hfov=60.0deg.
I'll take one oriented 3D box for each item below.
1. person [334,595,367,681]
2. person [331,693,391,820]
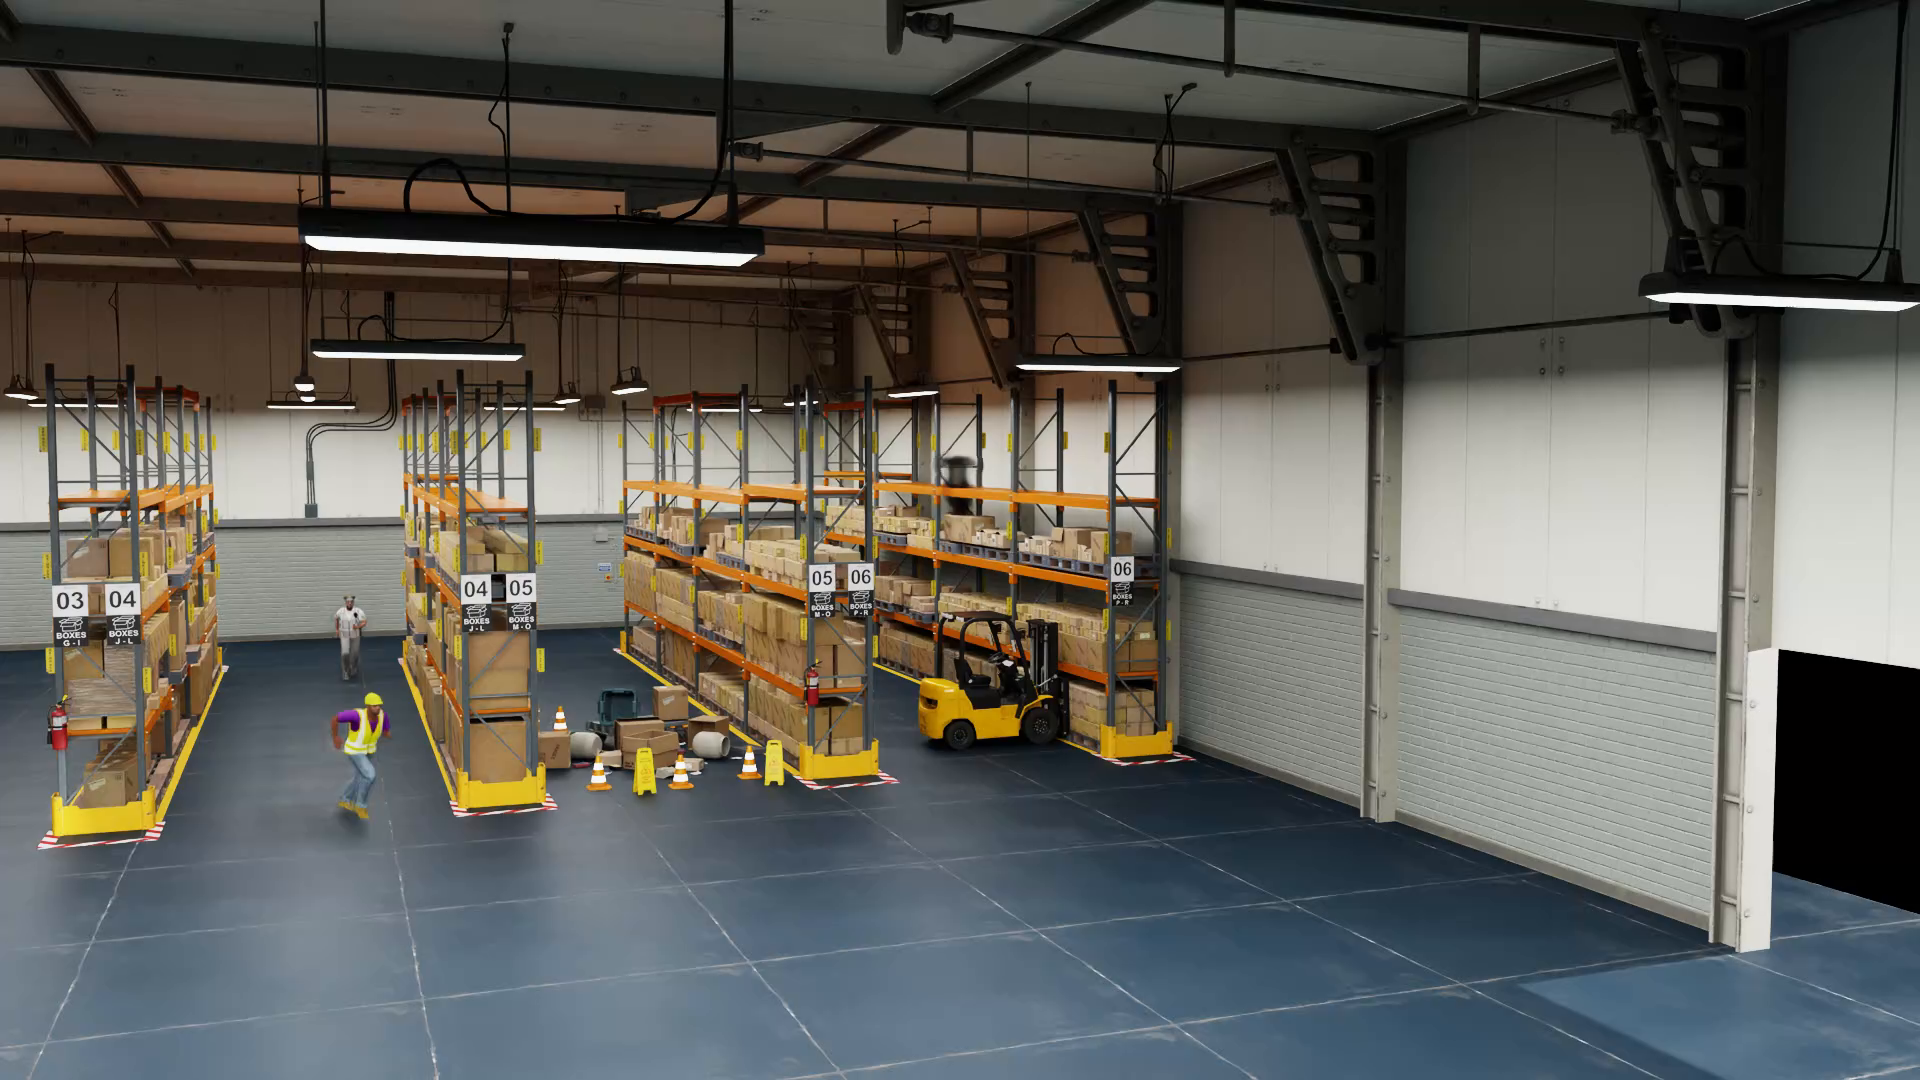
[{"bbox_3d":[-12.921,2.075,35.268,0.651,1.845,0.830,-1,4,-18],"label":"person"},{"bbox_3d":[-7.993,2.887,22.190,0.929,1.733,0.731,2,4,32],"label":"person"}]
